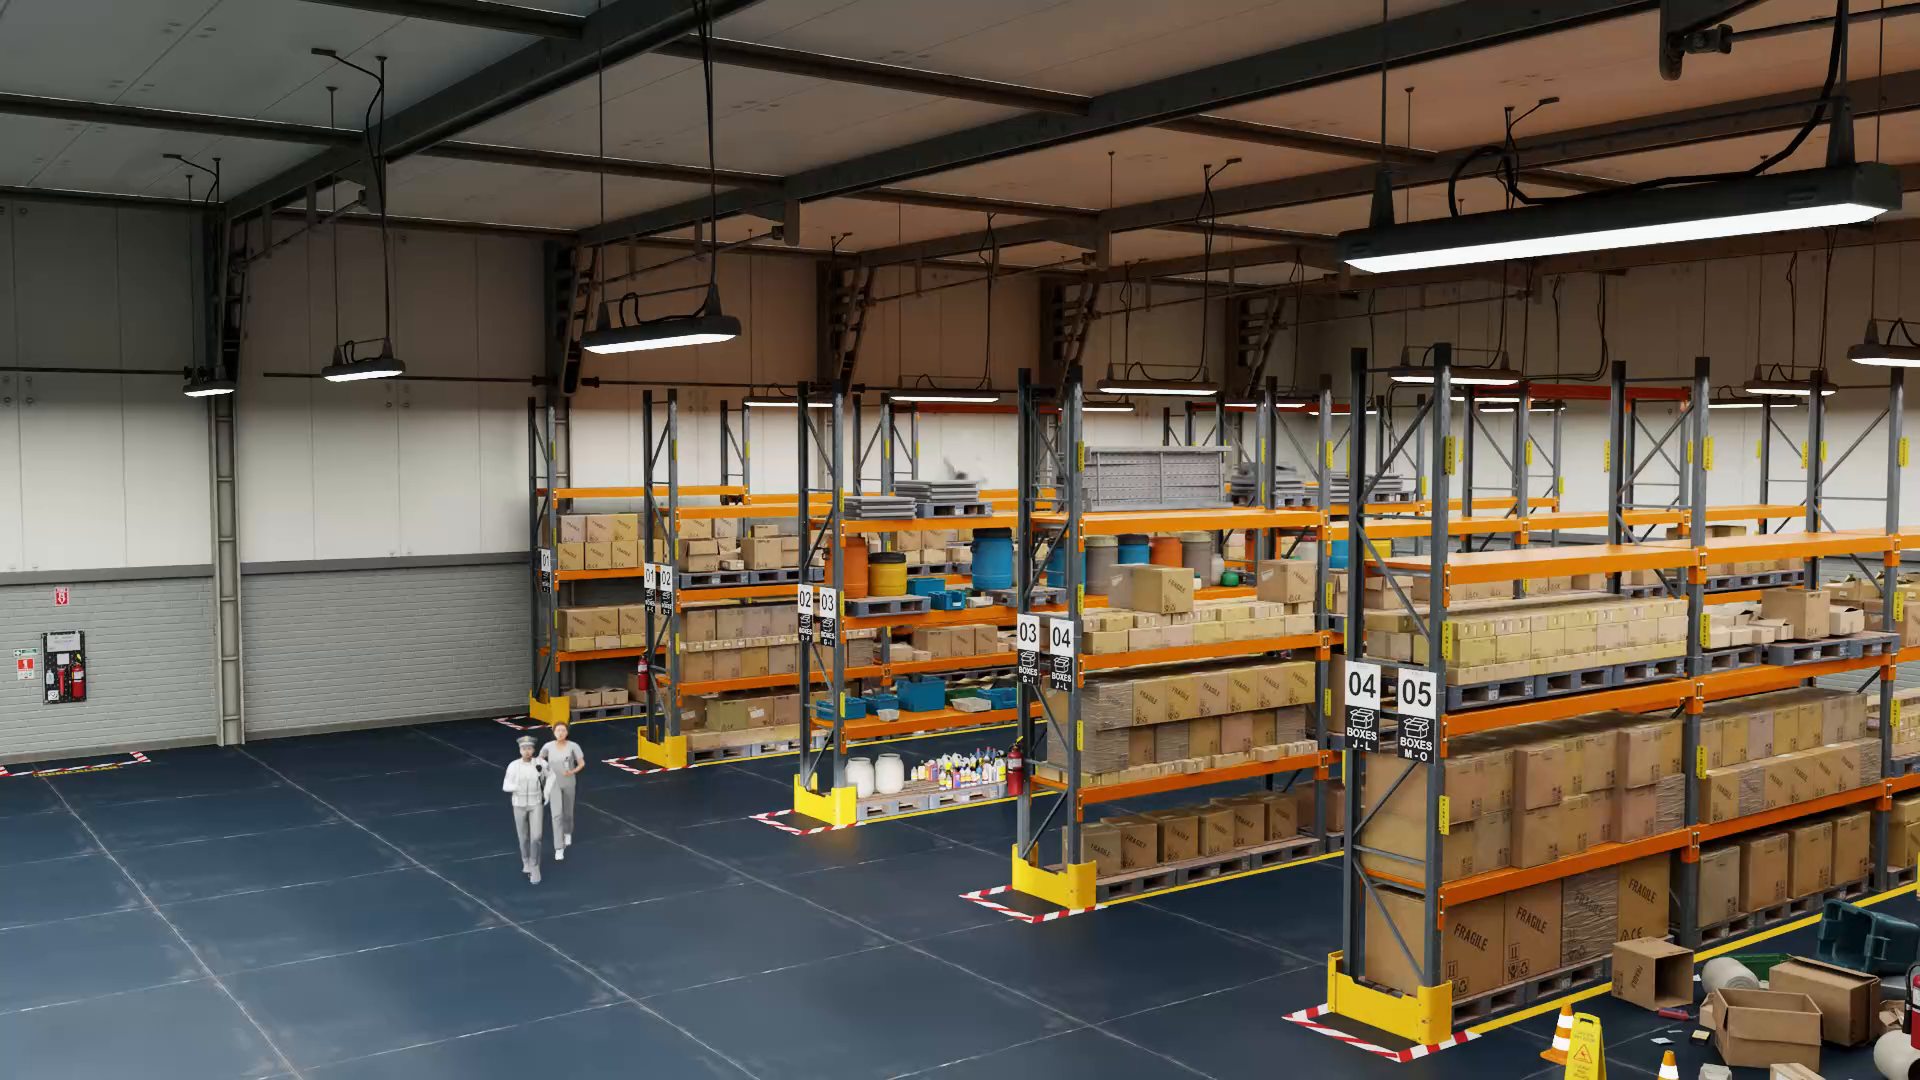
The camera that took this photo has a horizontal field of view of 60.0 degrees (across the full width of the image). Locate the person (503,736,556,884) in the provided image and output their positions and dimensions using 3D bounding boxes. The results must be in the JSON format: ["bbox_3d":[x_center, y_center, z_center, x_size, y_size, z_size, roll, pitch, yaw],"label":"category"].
[{"bbox_3d":[-5.072,3.166,19.583,0.592,1.728,0.684,-1,3,-9],"label":"person"}]

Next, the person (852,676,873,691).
[{"bbox_3d":[-1.783,2.482,30.835,0.964,1.659,0.573,-3,4,-37],"label":"person"}]

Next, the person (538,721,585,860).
[{"bbox_3d":[-4.988,3.086,20.811,0.581,1.664,0.877,-1,3,-13],"label":"person"}]
